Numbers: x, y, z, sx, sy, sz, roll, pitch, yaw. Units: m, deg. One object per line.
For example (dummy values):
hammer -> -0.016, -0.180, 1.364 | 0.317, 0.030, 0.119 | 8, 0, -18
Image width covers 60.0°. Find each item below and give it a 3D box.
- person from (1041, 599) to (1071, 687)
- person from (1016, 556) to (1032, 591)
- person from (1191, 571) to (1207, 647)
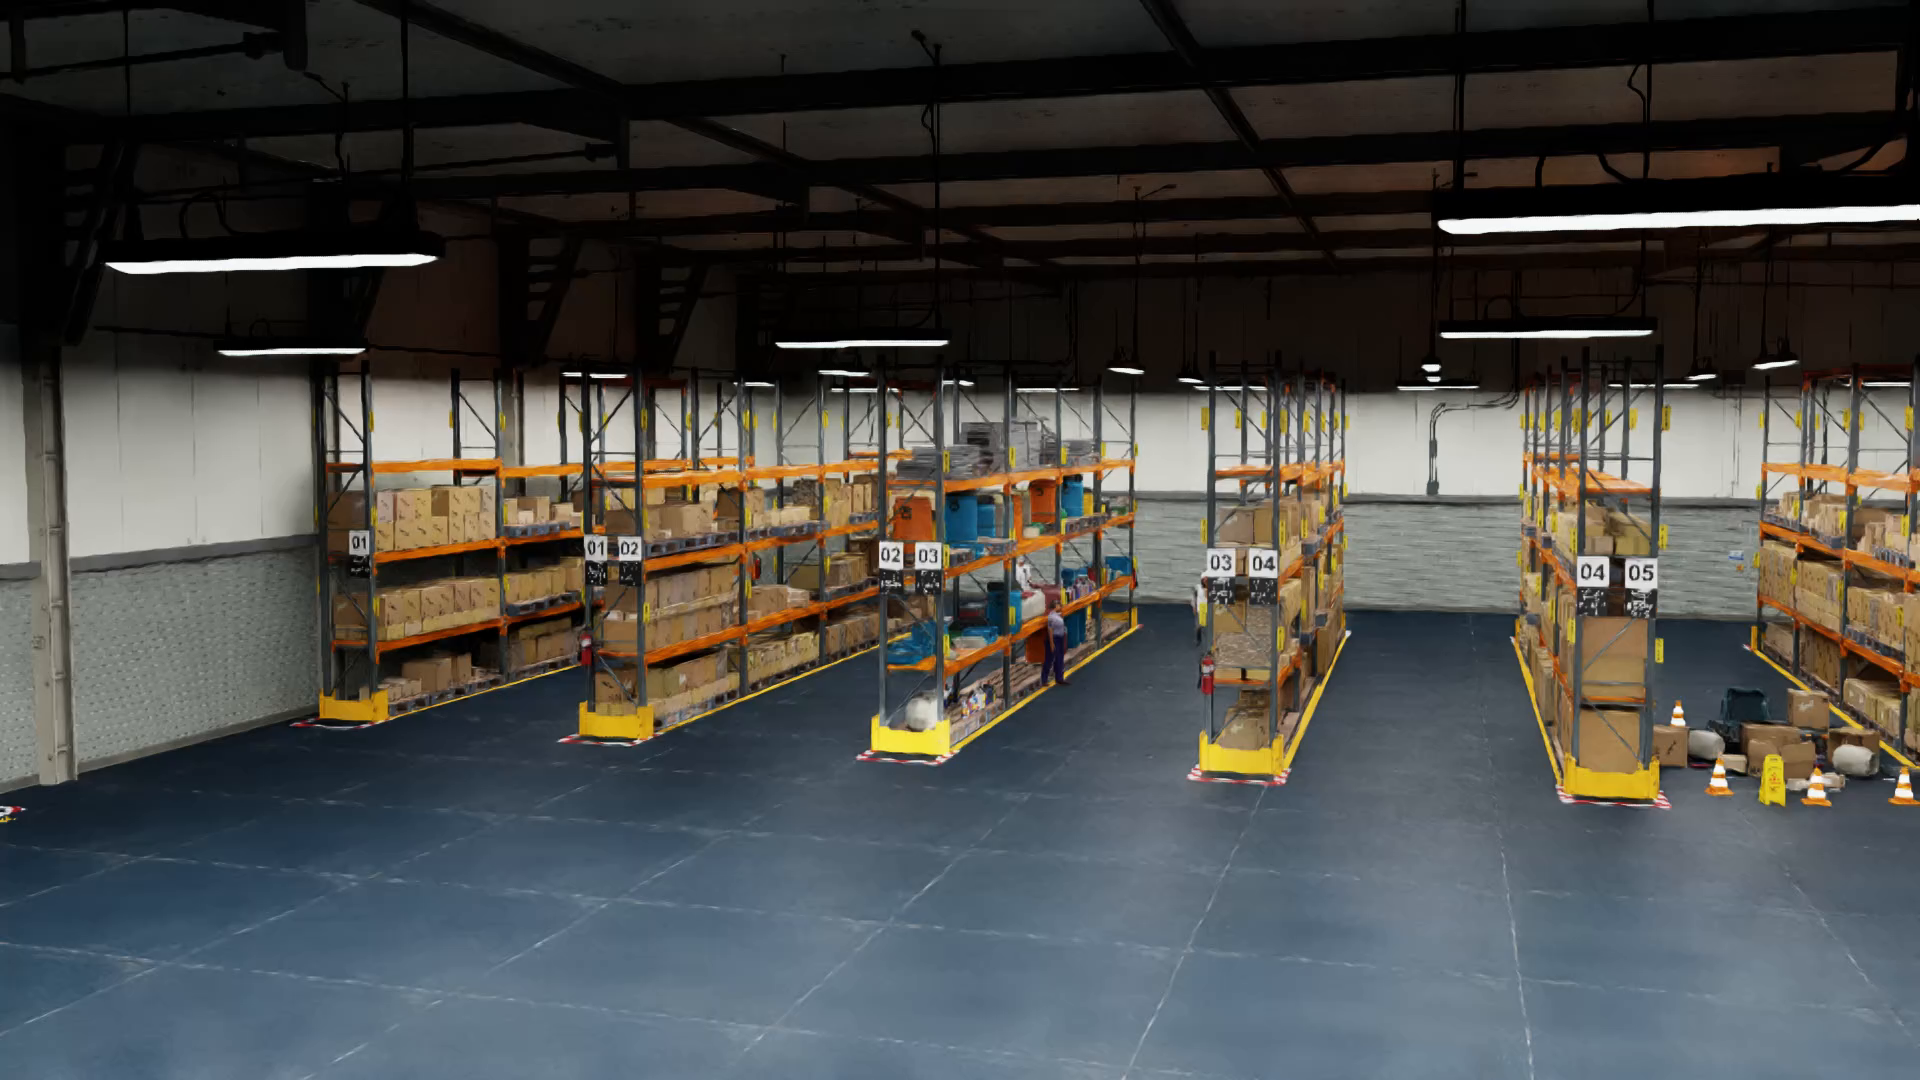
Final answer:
person -> 1.783, 1.935, 31.395 | 0.484, 1.644, 0.614 | 2, 4, 22
person -> 1.576, 1.181, 42.249 | 0.497, 1.583, 1.090 | 1, 4, 18
person -> 5.402, 1.538, 36.546 | 0.677, 1.726, 0.574 | 1, 4, 14
